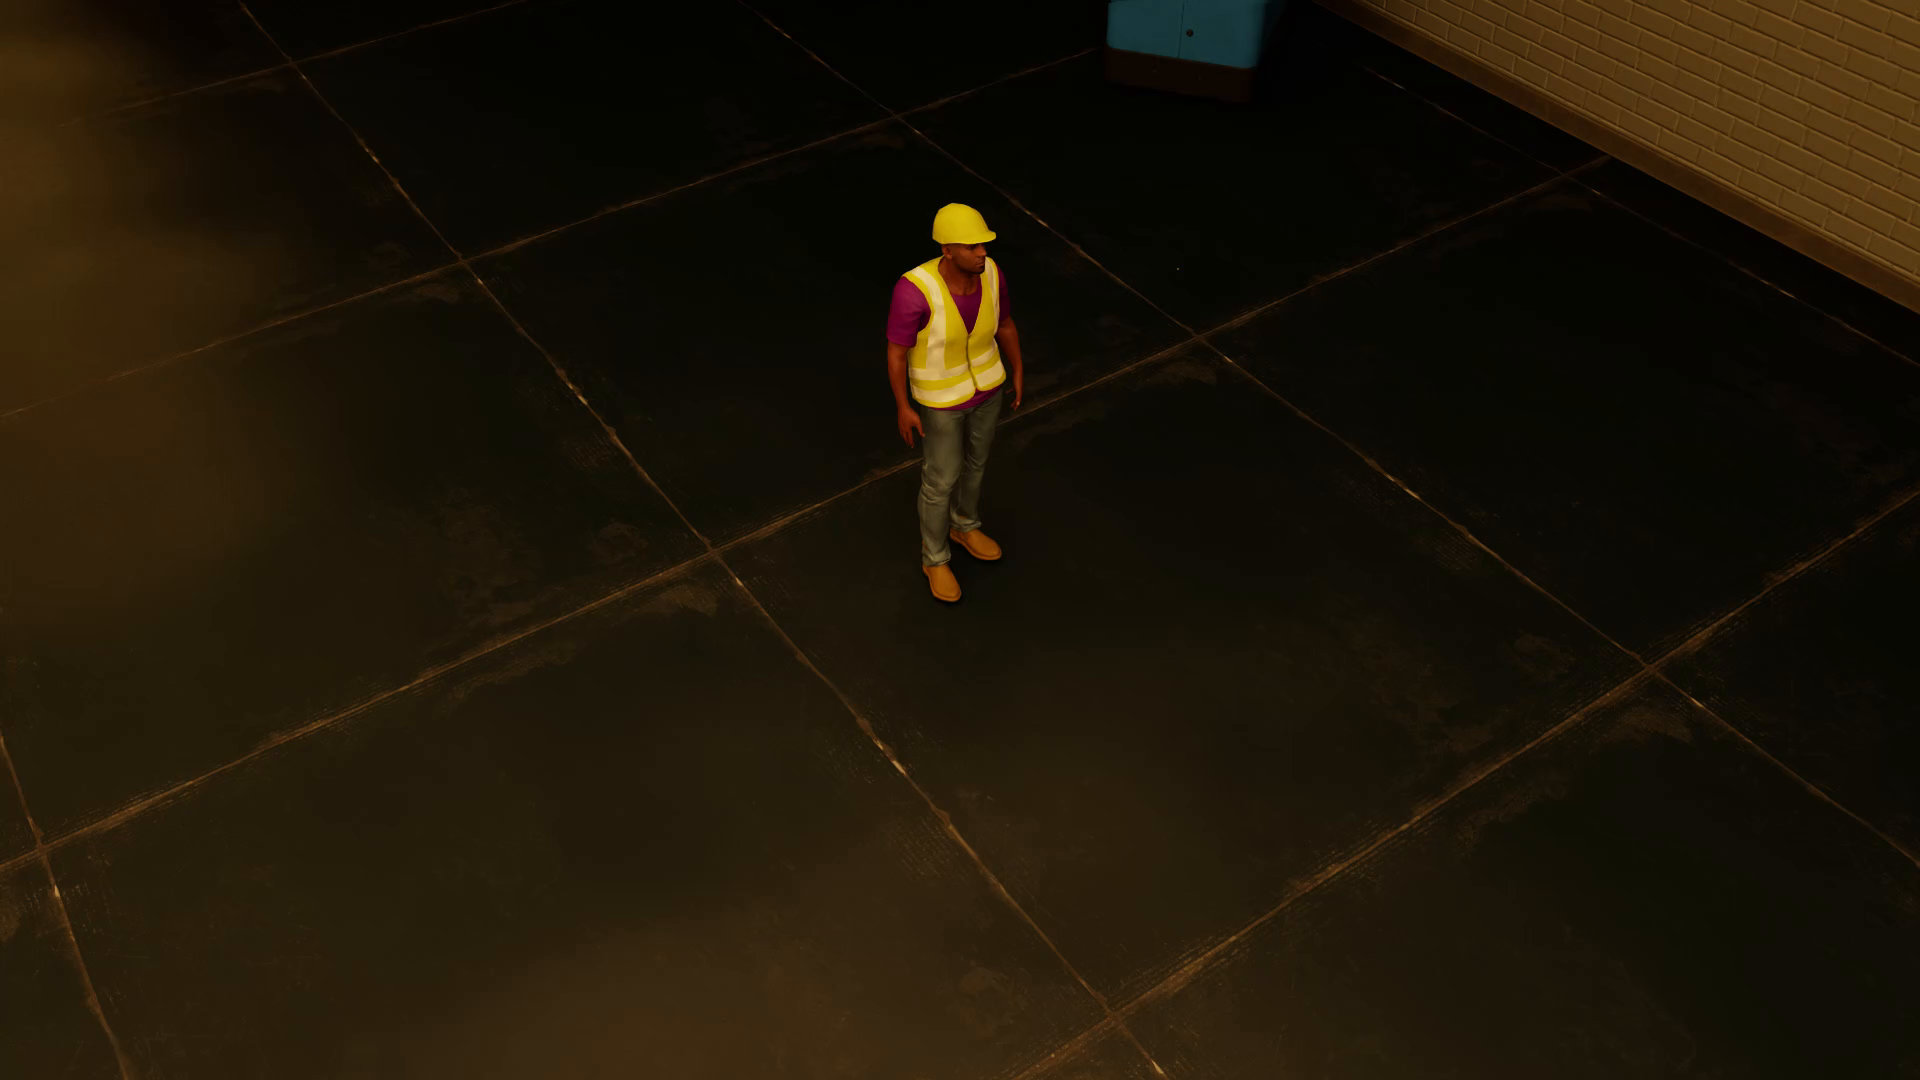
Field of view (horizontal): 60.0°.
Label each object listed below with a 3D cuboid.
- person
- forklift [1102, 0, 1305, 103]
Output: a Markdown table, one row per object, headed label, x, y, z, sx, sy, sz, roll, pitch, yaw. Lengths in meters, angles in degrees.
| label | x | y | z | sx | sy | sz | roll | pitch | yaw |
| --- | --- | --- | --- | --- | --- | --- | --- | --- | --- |
| person | 0.034 | -0.614 | 7.230 | 0.665 | 1.765 | 0.577 | -25 | 48 | -25 |
| forklift | 1.911 | -4.943 | 11.080 | 1.130 | 2.935 | 3.031 | 13 | 44 | 14 |
